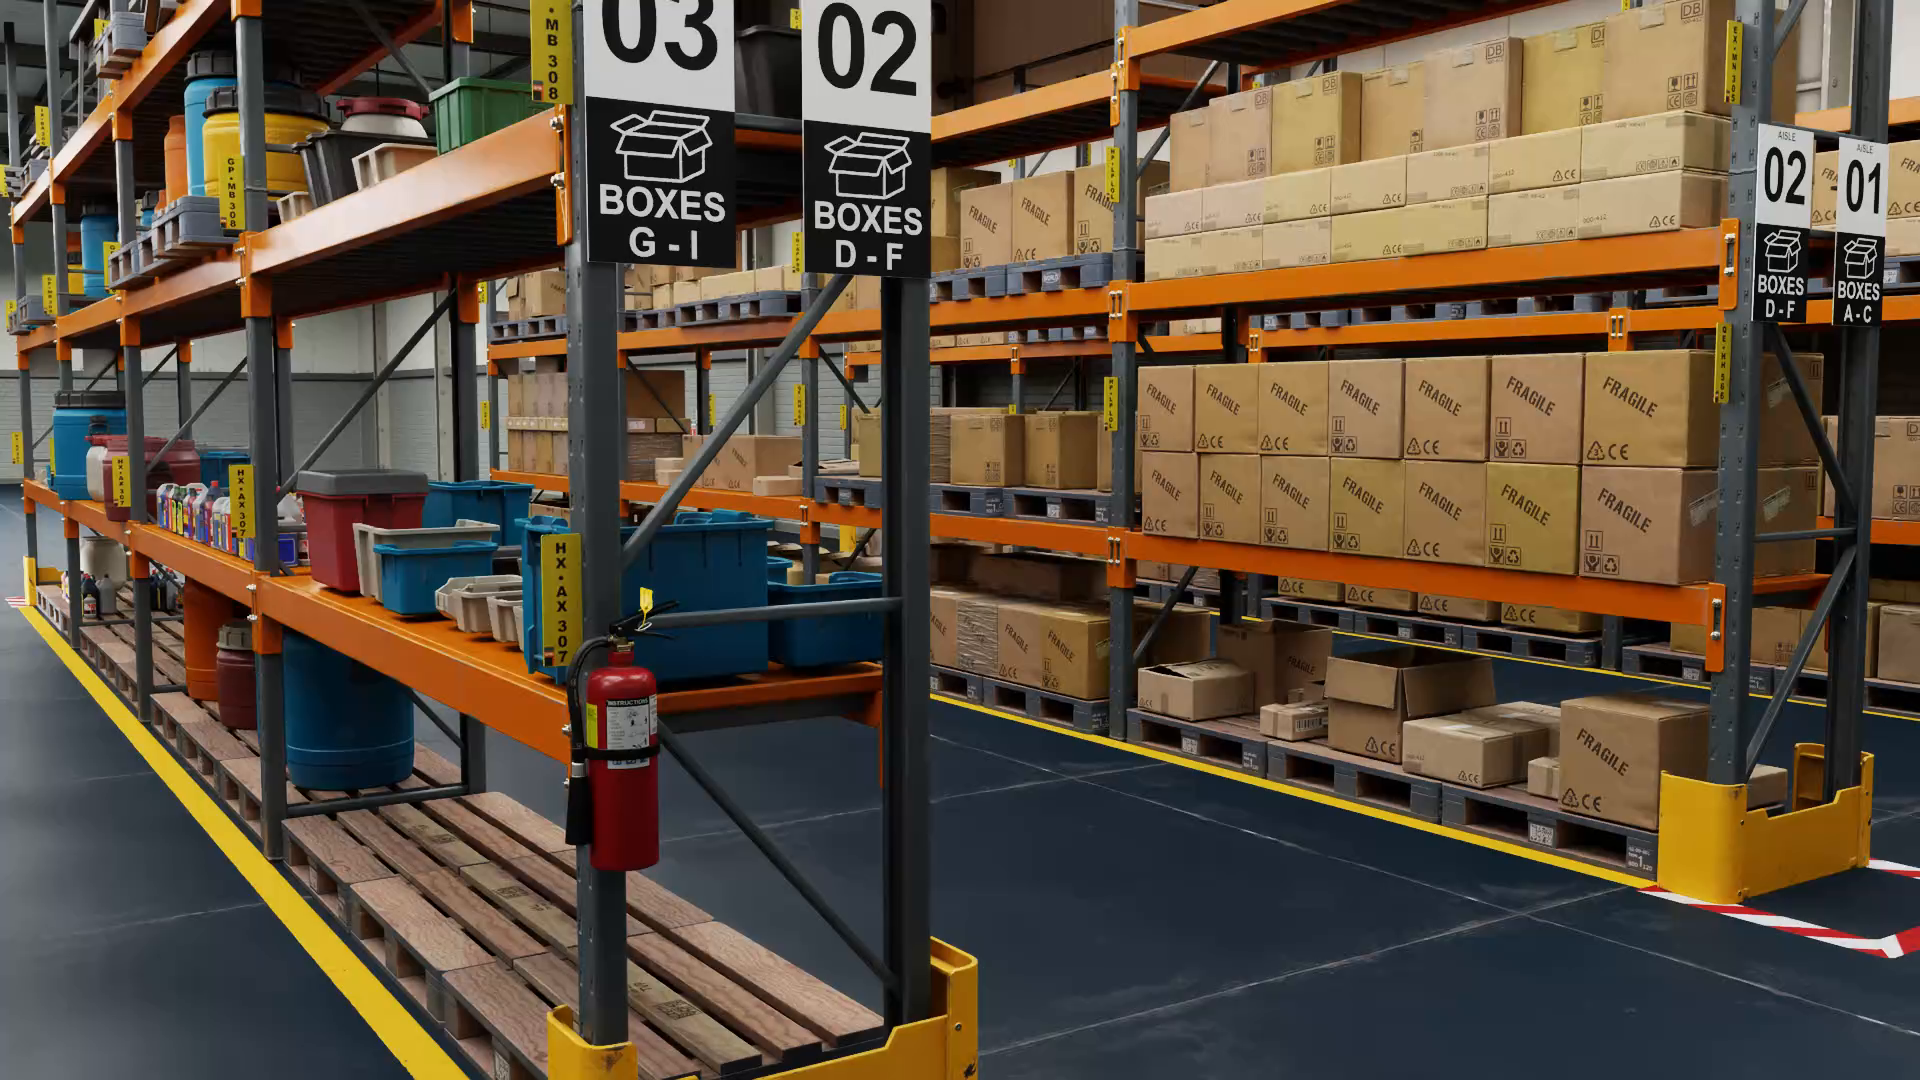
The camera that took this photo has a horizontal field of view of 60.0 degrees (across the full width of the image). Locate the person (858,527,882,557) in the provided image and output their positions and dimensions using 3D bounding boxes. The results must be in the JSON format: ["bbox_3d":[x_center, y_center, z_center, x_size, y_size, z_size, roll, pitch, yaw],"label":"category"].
[{"bbox_3d":[-0.688,-0.037,16.334,0.620,1.612,0.564,-3,5,-33],"label":"person"}]
